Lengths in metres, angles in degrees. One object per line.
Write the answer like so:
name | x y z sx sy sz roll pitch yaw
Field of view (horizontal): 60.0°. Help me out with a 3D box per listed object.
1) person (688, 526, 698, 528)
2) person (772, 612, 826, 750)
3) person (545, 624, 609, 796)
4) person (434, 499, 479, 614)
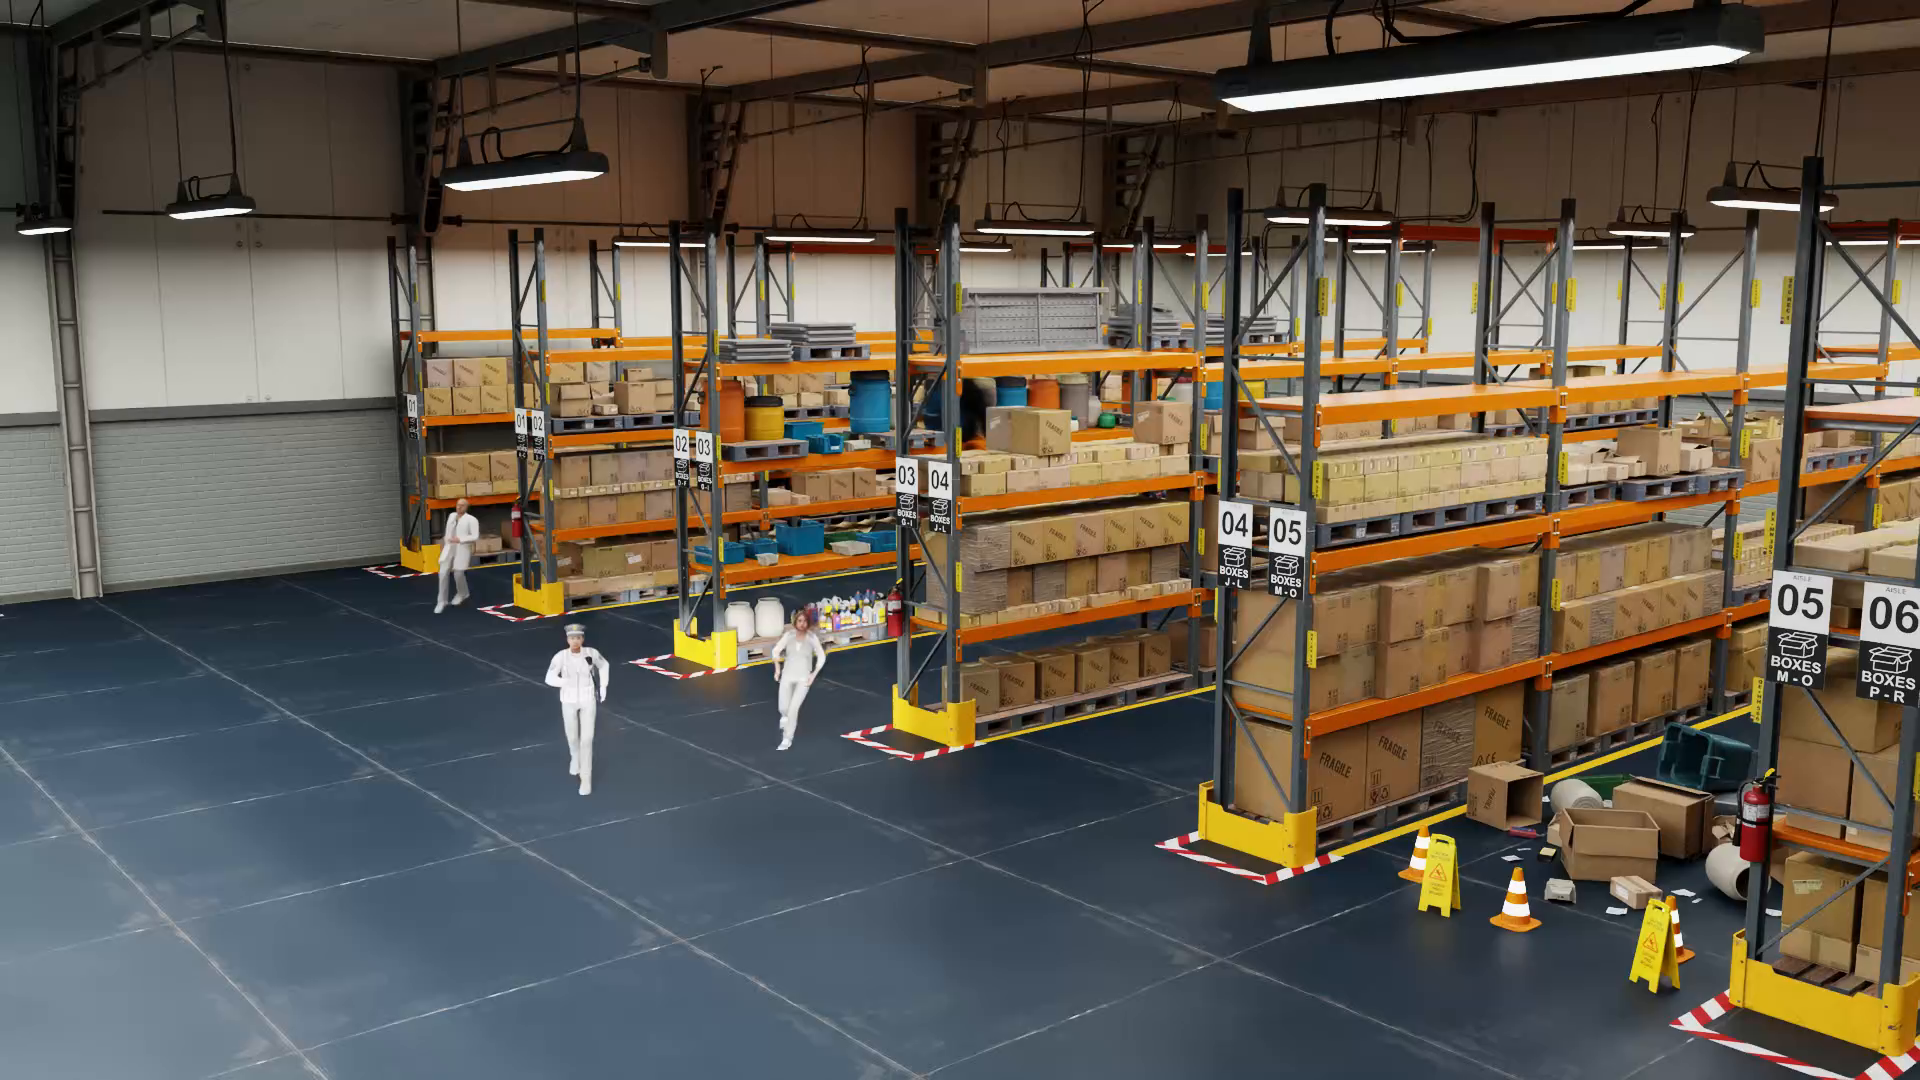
person | -4.858 -0.348 30.489 0.913 1.667 0.580 -7 11 -39
person | -1.812 1.565 18.695 0.605 1.526 0.572 0 9 1
person | -3.956 1.688 17.168 0.600 1.722 0.867 -2 9 -10
person | -7.974 0.228 26.447 0.704 1.774 0.964 2 9 10
